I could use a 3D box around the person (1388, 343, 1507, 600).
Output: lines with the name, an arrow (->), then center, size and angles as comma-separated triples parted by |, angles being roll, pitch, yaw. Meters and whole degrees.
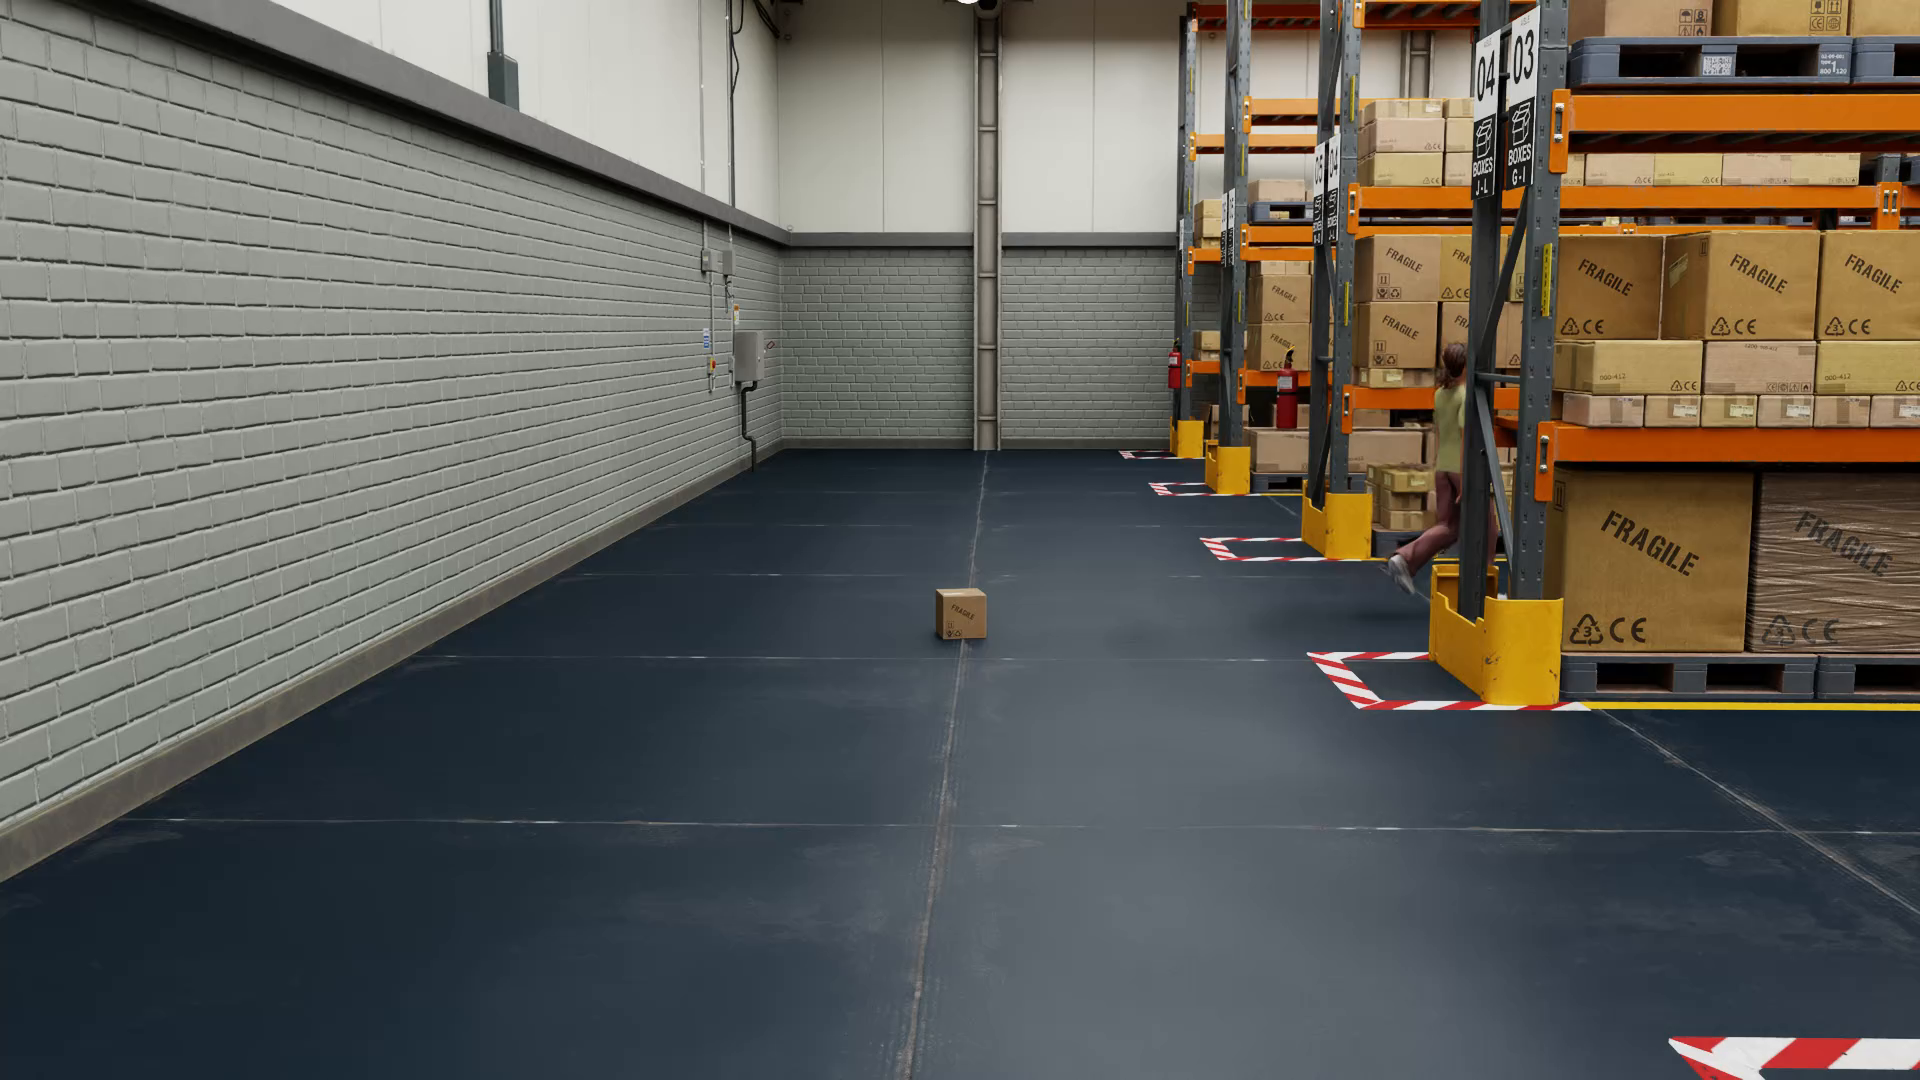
person -> 3.054, -0.393, 10.280 | 0.788, 1.645, 0.442 | -3, 8, -22
